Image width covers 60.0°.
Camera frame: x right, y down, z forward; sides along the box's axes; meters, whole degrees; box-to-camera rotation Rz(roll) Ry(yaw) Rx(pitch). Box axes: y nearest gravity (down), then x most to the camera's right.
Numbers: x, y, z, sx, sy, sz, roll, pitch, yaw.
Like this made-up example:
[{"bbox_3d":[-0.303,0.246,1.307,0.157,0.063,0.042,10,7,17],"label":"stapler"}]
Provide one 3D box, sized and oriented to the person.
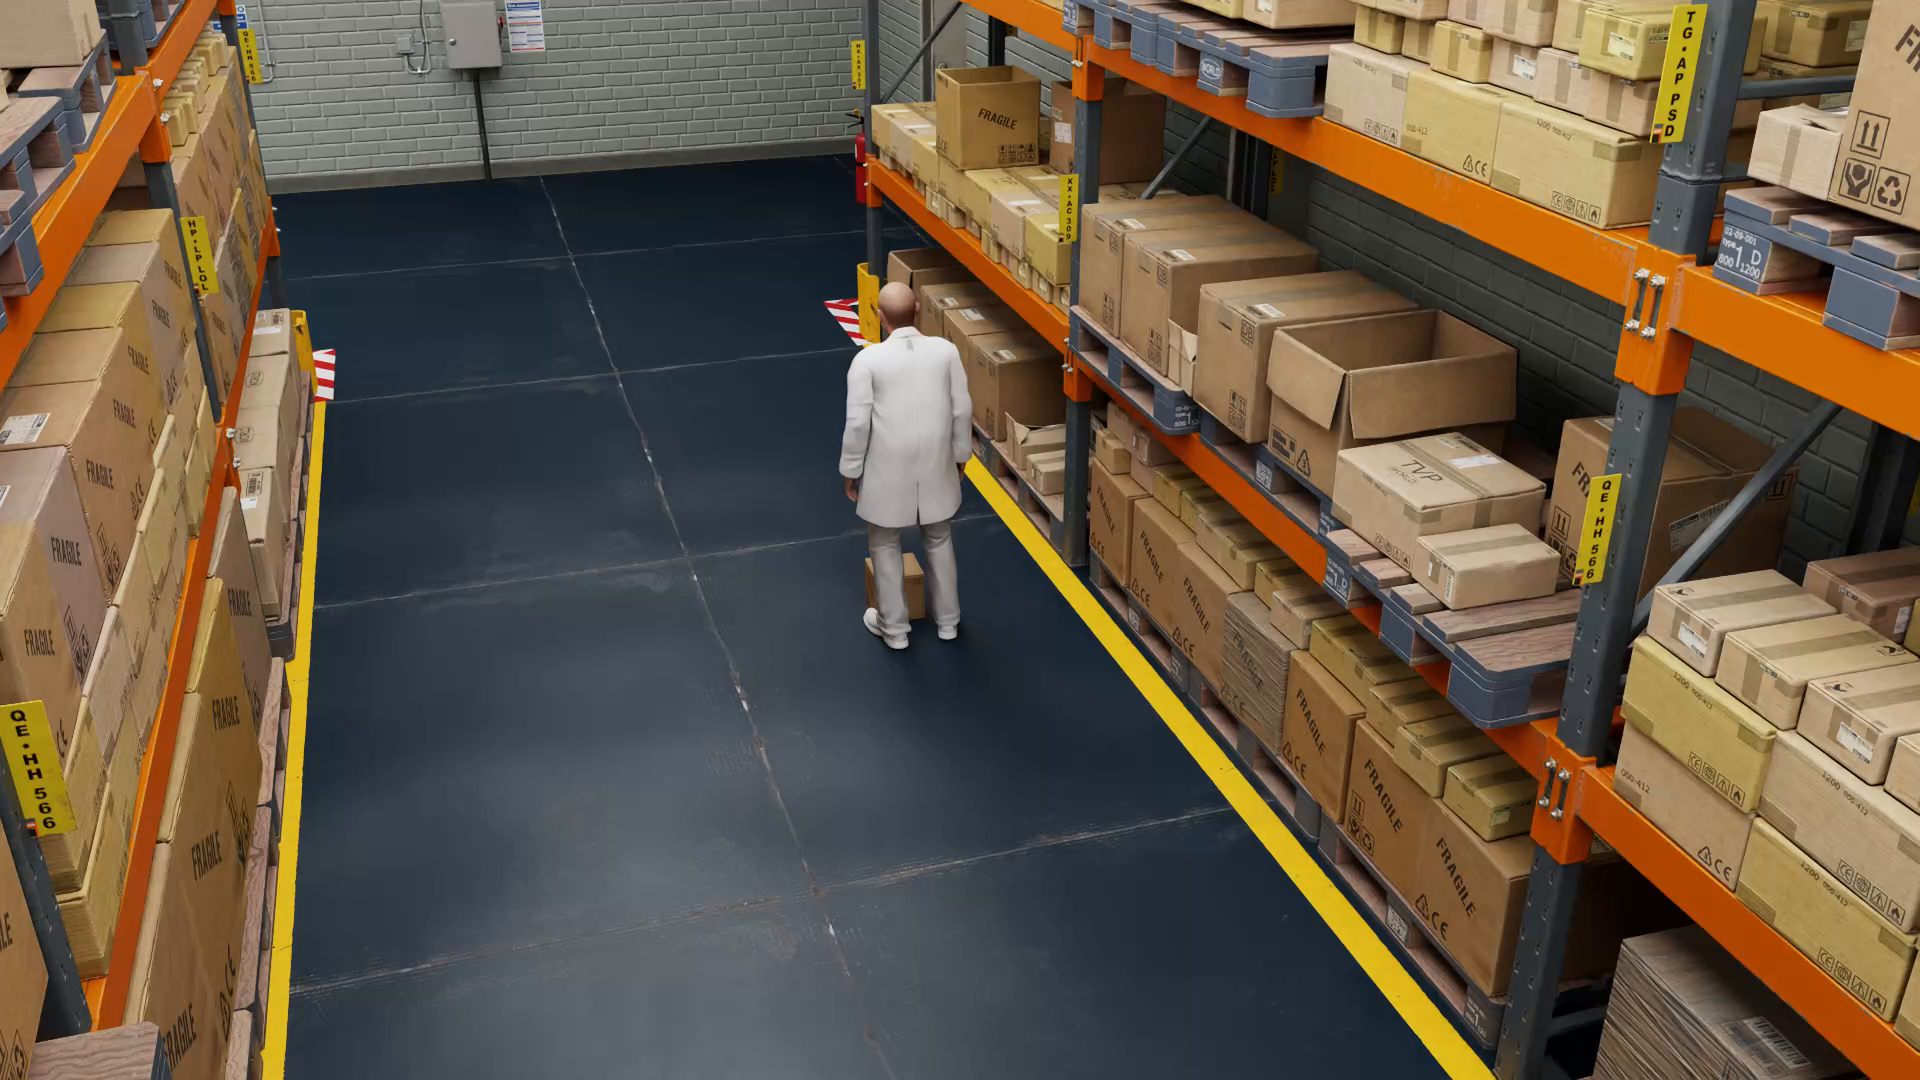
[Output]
[{"bbox_3d":[-0.244,-0.342,7.832,0.641,1.774,0.416,-9,27,-17],"label":"person"}]
